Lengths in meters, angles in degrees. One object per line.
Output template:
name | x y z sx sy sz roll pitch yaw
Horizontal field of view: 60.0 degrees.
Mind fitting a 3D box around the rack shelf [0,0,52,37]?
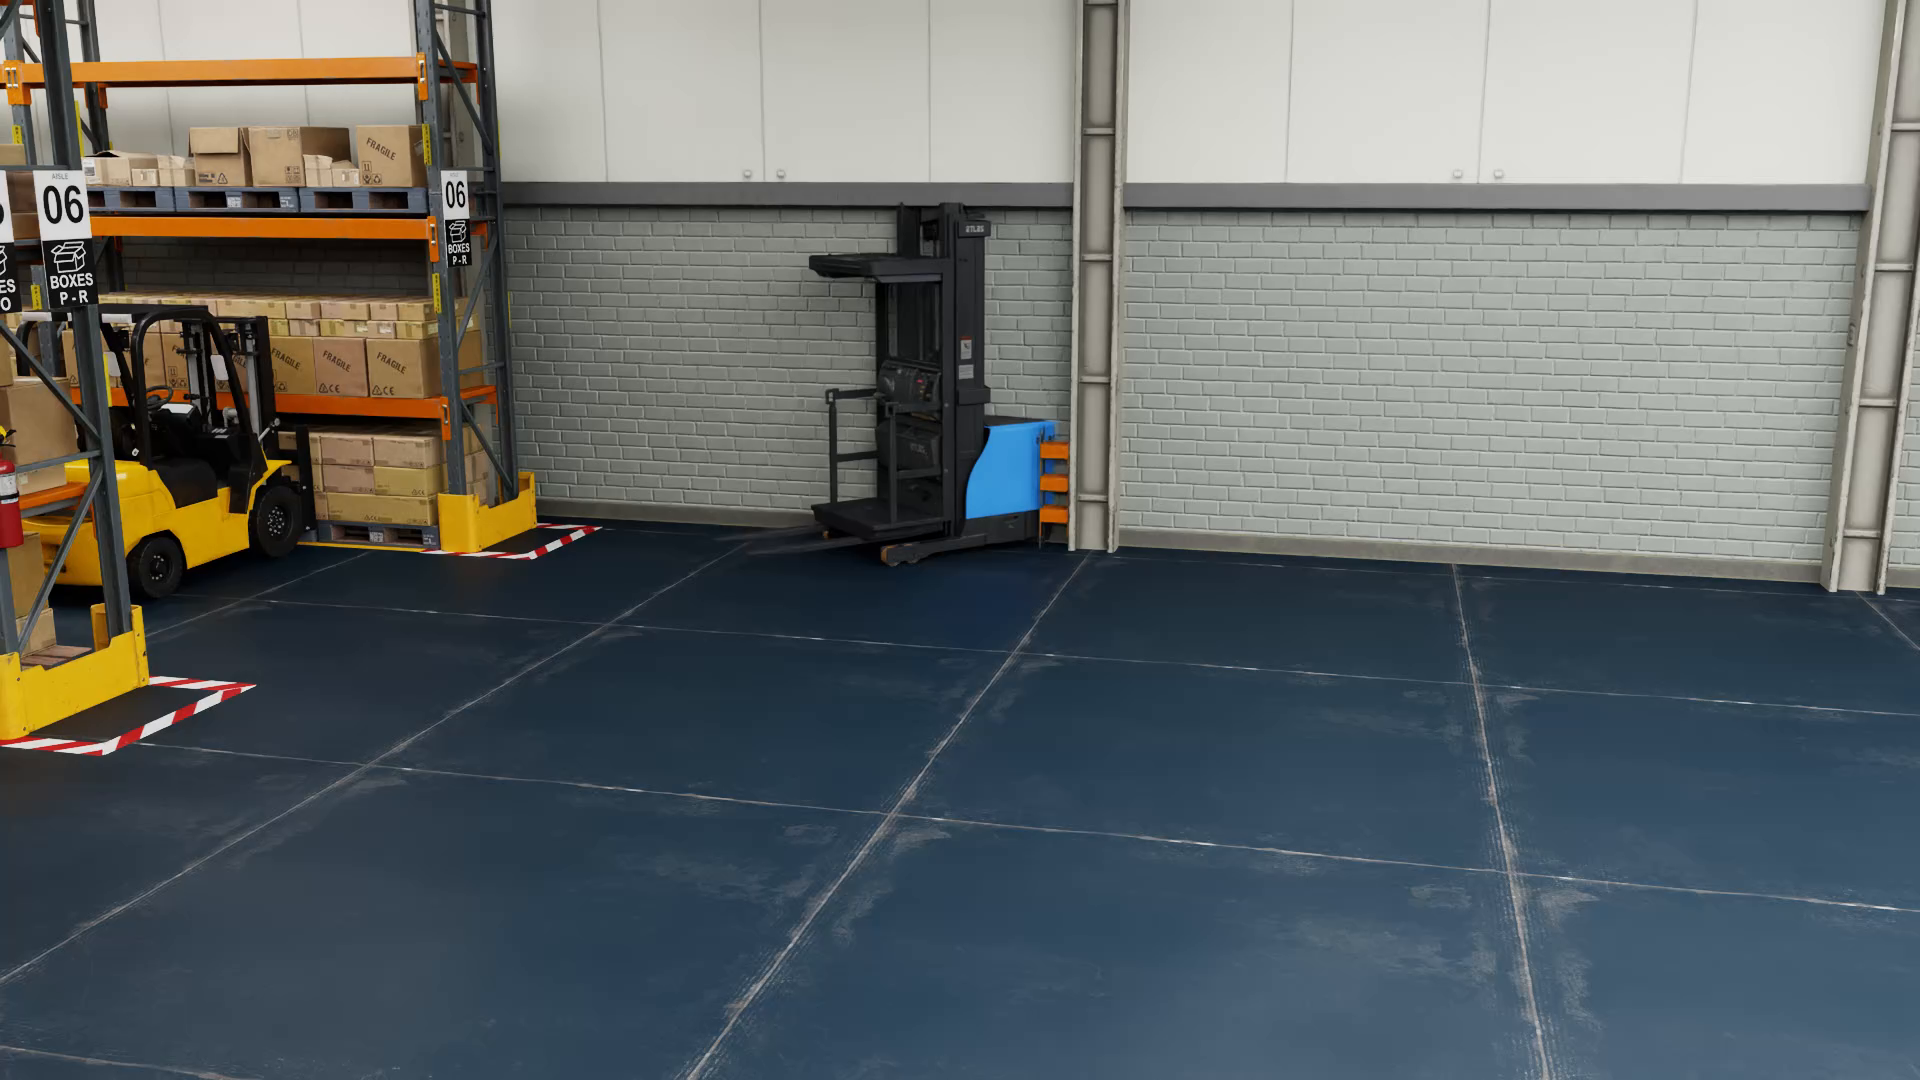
rack shelf | -7.333 -3.119 9.685 4.000 0.370 1.077 3 13 14

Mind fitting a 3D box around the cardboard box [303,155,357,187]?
cardboard box | -5.329 -3.128 14.093 0.258 0.266 0.396 3 13 14

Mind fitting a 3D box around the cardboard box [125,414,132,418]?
cardboard box | -7.565 -1.057 15.642 0.500 0.250 0.500 3 13 15

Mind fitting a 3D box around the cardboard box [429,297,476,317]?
cardboard box | -4.480 -2.056 14.662 0.250 0.149 0.380 3 13 12

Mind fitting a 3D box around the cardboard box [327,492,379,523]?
cardboard box | -5.218 -0.332 14.683 0.500 0.250 0.500 3 13 14

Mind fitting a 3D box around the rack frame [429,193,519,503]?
rack frame | -4.205 -1.483 14.495 0.127 3.000 1.000 3 13 14

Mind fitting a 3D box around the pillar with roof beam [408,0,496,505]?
pillar with roof beam | -5.697 -3.733 10.782 0.400 9.000 9.100 3 13 14

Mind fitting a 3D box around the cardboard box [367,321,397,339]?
cardboard box | -4.864 -1.815 14.261 0.250 0.149 0.380 3 13 14

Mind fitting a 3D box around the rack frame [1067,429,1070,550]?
rack frame | 0.946 -0.447 14.318 0.008 1.050 0.200 3 14 13

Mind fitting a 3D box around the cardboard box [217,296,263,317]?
cardboard box | -6.334 -2.063 14.693 0.250 0.149 0.380 3 13 14

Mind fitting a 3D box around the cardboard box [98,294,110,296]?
cardboard box | -7.850 -2.123 14.961 0.250 0.149 0.380 3 13 15

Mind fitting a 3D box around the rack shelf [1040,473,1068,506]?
rack shelf | 0.828 -0.443 14.347 0.240 0.259 0.215 3 14 13

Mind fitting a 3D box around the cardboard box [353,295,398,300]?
cardboard box | -5.222 -2.104 14.876 0.250 0.149 0.380 3 13 14

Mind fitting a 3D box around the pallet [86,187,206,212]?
pallet | -7.254 -3.073 14.940 1.213 0.211 1.003 3 13 14

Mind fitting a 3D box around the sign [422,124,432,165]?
sign | -4.349 -3.228 13.571 0.005 0.325 0.100 3 13 14

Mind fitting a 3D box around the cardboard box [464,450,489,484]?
cardboard box | -4.612 -0.658 15.000 0.500 0.250 0.500 3 13 15

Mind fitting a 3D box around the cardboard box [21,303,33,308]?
cardboard box | -8.869 -2.158 15.806 0.250 0.149 0.380 3 13 13

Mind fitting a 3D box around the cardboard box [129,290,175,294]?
cardboard box | -7.473 -2.227 15.431 0.250 0.149 0.380 3 13 12

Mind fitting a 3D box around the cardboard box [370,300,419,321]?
cardboard box | -4.850 -1.975 14.293 0.250 0.149 0.380 3 13 14

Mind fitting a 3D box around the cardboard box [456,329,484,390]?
cardboard box | -4.620 -1.616 14.863 0.500 0.500 0.500 3 13 15

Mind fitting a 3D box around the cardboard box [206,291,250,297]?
cardboard box | -6.707 -2.199 15.302 0.250 0.149 0.380 3 13 13

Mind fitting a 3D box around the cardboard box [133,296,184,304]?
cardboard box | -7.100 -2.082 14.777 0.250 0.149 0.380 3 13 15

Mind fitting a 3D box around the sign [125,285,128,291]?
sign | -7.957 -2.269 15.854 0.005 0.325 0.100 3 13 14

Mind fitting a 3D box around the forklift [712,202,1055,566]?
forklift | -0.607 -1.344 14.024 3.031 2.935 1.130 -8 15 -33

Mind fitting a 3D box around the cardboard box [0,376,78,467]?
cardboard box | -5.784 -0.716 10.120 0.500 0.500 0.500 3 13 13

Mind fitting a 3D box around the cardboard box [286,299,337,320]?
cardboard box | -5.614 -2.001 14.414 0.250 0.149 0.380 3 13 15

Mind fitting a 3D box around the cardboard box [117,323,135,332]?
cardboard box | -7.331 -1.964 14.932 0.250 0.149 0.380 3 13 13

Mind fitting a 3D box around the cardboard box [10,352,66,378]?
cardboard box | -8.641 -1.589 15.316 0.500 0.250 0.500 3 13 15

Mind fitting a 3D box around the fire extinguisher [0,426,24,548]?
fire extinguisher | -5.390 -0.299 9.334 0.183 0.674 0.296 3 13 14

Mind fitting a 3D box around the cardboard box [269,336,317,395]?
cardboard box | -5.745 -1.558 14.600 0.500 0.500 0.500 3 13 12

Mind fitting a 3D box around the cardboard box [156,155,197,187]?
cardboard box | -6.720 -3.203 14.429 0.258 0.266 0.396 3 13 12

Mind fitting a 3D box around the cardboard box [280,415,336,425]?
cardboard box | -6.091 -0.980 15.297 0.500 0.250 0.500 3 13 12

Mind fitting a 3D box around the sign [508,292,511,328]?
sign | -4.066 -2.061 14.917 0.005 0.325 0.100 3 13 14

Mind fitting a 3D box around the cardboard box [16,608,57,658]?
cardboard box | -6.108 0.598 10.492 0.500 0.250 0.500 3 13 13

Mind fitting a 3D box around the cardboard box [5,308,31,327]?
cardboard box | -8.728 -2.037 15.262 0.250 0.149 0.380 3 13 13

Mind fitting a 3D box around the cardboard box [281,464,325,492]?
cardboard box | -5.743 -0.600 14.739 0.500 0.250 0.500 3 13 12

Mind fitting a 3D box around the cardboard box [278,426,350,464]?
cardboard box | -5.716 -0.842 14.673 0.500 0.250 0.500 3 13 14

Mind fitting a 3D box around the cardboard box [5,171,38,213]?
cardboard box | -5.815 -2.058 9.818 0.500 0.250 0.500 3 13 13

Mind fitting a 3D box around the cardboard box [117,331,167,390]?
cardboard box | -7.211 -1.638 14.962 0.500 0.500 0.500 3 13 15

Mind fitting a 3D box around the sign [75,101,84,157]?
sign | -5.261 -2.445 9.884 0.005 0.325 0.100 3 13 14

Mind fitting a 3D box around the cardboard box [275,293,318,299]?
cardboard box | -5.975 -2.143 15.051 0.250 0.149 0.380 3 13 14

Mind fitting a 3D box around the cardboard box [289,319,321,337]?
cardboard box | -5.610 -1.861 14.466 0.250 0.149 0.380 3 13 12

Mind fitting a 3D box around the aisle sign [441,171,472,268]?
aisle sign | -4.212 -2.687 13.919 0.004 0.787 0.394 3 13 14

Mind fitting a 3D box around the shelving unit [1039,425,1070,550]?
shelving unit | 0.828 -0.453 14.345 0.252 1.050 0.215 3 14 13

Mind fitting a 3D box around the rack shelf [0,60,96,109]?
rack shelf | -10.030 -4.177 15.369 4.000 0.370 1.077 3 13 14

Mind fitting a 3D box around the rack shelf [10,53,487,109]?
rack shelf | -6.147 -3.970 14.434 4.000 0.370 1.077 3 13 14

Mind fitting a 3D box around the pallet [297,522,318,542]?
pallet | -6.138 -0.217 15.223 1.213 0.211 1.003 3 13 14

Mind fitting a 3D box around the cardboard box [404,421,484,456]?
cardboard box | -4.626 -0.899 14.930 0.500 0.250 0.500 3 13 13

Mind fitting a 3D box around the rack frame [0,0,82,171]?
rack frame | -5.391 -3.368 9.139 0.127 3.000 1.000 3 13 14
